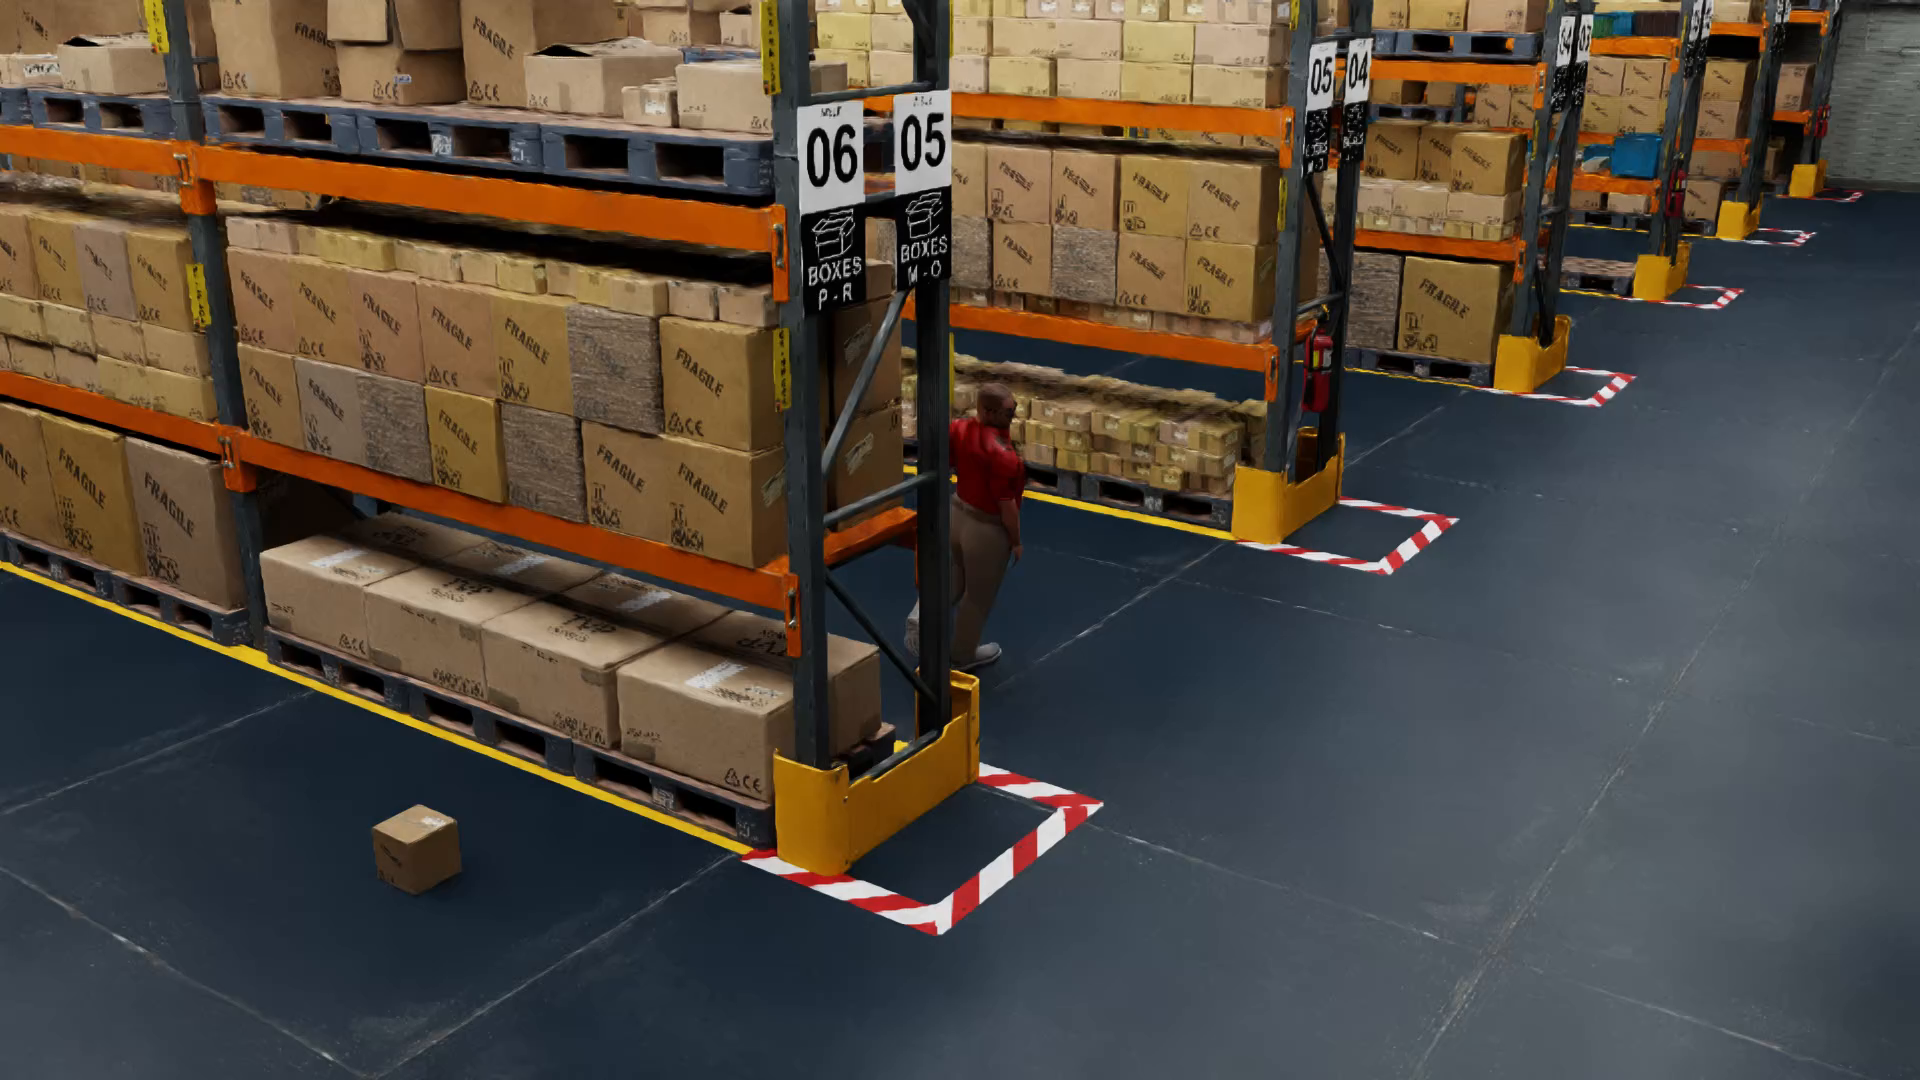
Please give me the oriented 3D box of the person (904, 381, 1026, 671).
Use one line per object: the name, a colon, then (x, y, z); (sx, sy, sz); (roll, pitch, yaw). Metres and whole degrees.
person: (0.083, -0.046, 8.754); (0.600, 1.681, 0.654); (-16, 25, -38)
